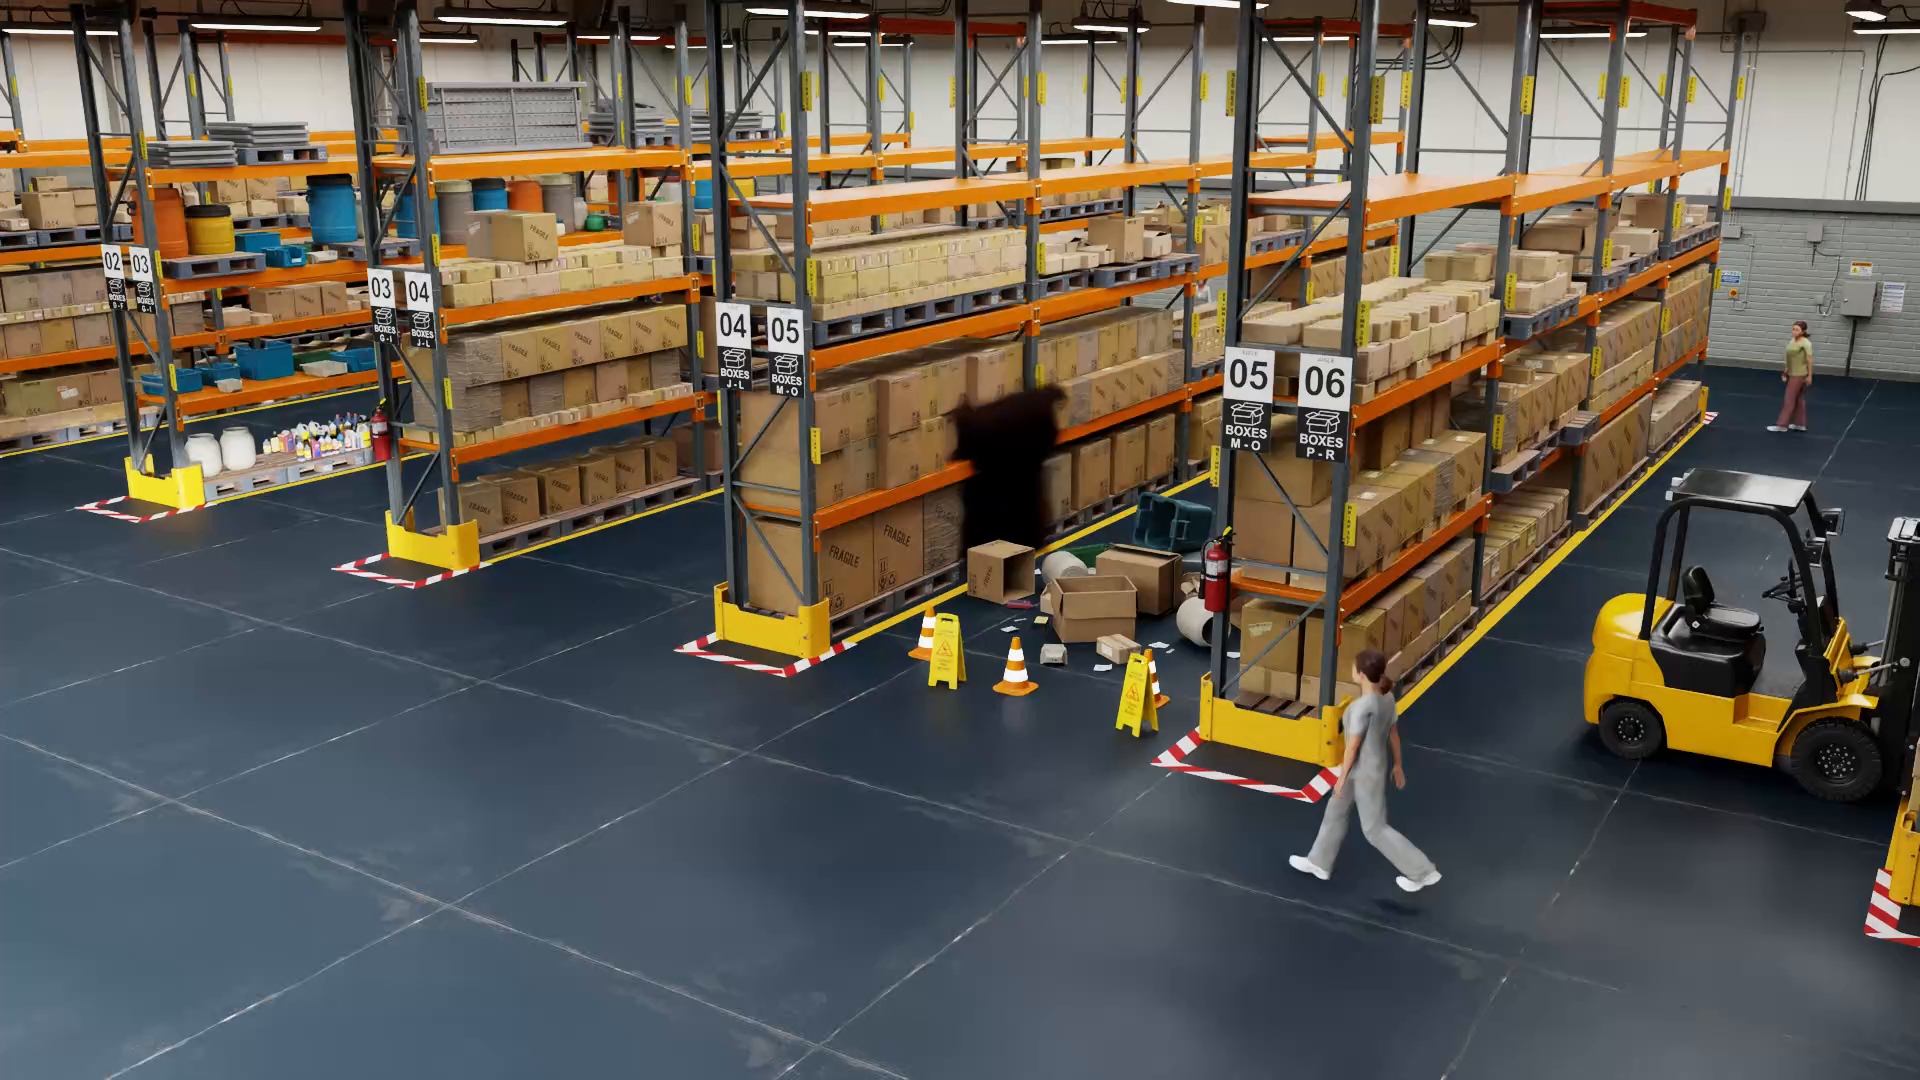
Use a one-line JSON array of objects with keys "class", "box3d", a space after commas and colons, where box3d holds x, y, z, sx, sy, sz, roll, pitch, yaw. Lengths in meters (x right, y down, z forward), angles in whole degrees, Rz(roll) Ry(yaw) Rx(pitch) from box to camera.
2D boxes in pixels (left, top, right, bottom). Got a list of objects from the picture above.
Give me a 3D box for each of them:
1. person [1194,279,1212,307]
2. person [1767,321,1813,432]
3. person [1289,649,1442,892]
[{"class": "person", "box3d": [4.611, -4.335, 31.890, 0.429, 1.527, 0.847, 6, 17, 21]}, {"class": "person", "box3d": [12.518, -2.470, 25.021, 0.583, 1.661, 0.479, 4, 16, 15]}, {"class": "person", "box3d": [2.631, 1.502, 10.757, 0.943, 1.644, 0.421, 5, 16, 16]}]
